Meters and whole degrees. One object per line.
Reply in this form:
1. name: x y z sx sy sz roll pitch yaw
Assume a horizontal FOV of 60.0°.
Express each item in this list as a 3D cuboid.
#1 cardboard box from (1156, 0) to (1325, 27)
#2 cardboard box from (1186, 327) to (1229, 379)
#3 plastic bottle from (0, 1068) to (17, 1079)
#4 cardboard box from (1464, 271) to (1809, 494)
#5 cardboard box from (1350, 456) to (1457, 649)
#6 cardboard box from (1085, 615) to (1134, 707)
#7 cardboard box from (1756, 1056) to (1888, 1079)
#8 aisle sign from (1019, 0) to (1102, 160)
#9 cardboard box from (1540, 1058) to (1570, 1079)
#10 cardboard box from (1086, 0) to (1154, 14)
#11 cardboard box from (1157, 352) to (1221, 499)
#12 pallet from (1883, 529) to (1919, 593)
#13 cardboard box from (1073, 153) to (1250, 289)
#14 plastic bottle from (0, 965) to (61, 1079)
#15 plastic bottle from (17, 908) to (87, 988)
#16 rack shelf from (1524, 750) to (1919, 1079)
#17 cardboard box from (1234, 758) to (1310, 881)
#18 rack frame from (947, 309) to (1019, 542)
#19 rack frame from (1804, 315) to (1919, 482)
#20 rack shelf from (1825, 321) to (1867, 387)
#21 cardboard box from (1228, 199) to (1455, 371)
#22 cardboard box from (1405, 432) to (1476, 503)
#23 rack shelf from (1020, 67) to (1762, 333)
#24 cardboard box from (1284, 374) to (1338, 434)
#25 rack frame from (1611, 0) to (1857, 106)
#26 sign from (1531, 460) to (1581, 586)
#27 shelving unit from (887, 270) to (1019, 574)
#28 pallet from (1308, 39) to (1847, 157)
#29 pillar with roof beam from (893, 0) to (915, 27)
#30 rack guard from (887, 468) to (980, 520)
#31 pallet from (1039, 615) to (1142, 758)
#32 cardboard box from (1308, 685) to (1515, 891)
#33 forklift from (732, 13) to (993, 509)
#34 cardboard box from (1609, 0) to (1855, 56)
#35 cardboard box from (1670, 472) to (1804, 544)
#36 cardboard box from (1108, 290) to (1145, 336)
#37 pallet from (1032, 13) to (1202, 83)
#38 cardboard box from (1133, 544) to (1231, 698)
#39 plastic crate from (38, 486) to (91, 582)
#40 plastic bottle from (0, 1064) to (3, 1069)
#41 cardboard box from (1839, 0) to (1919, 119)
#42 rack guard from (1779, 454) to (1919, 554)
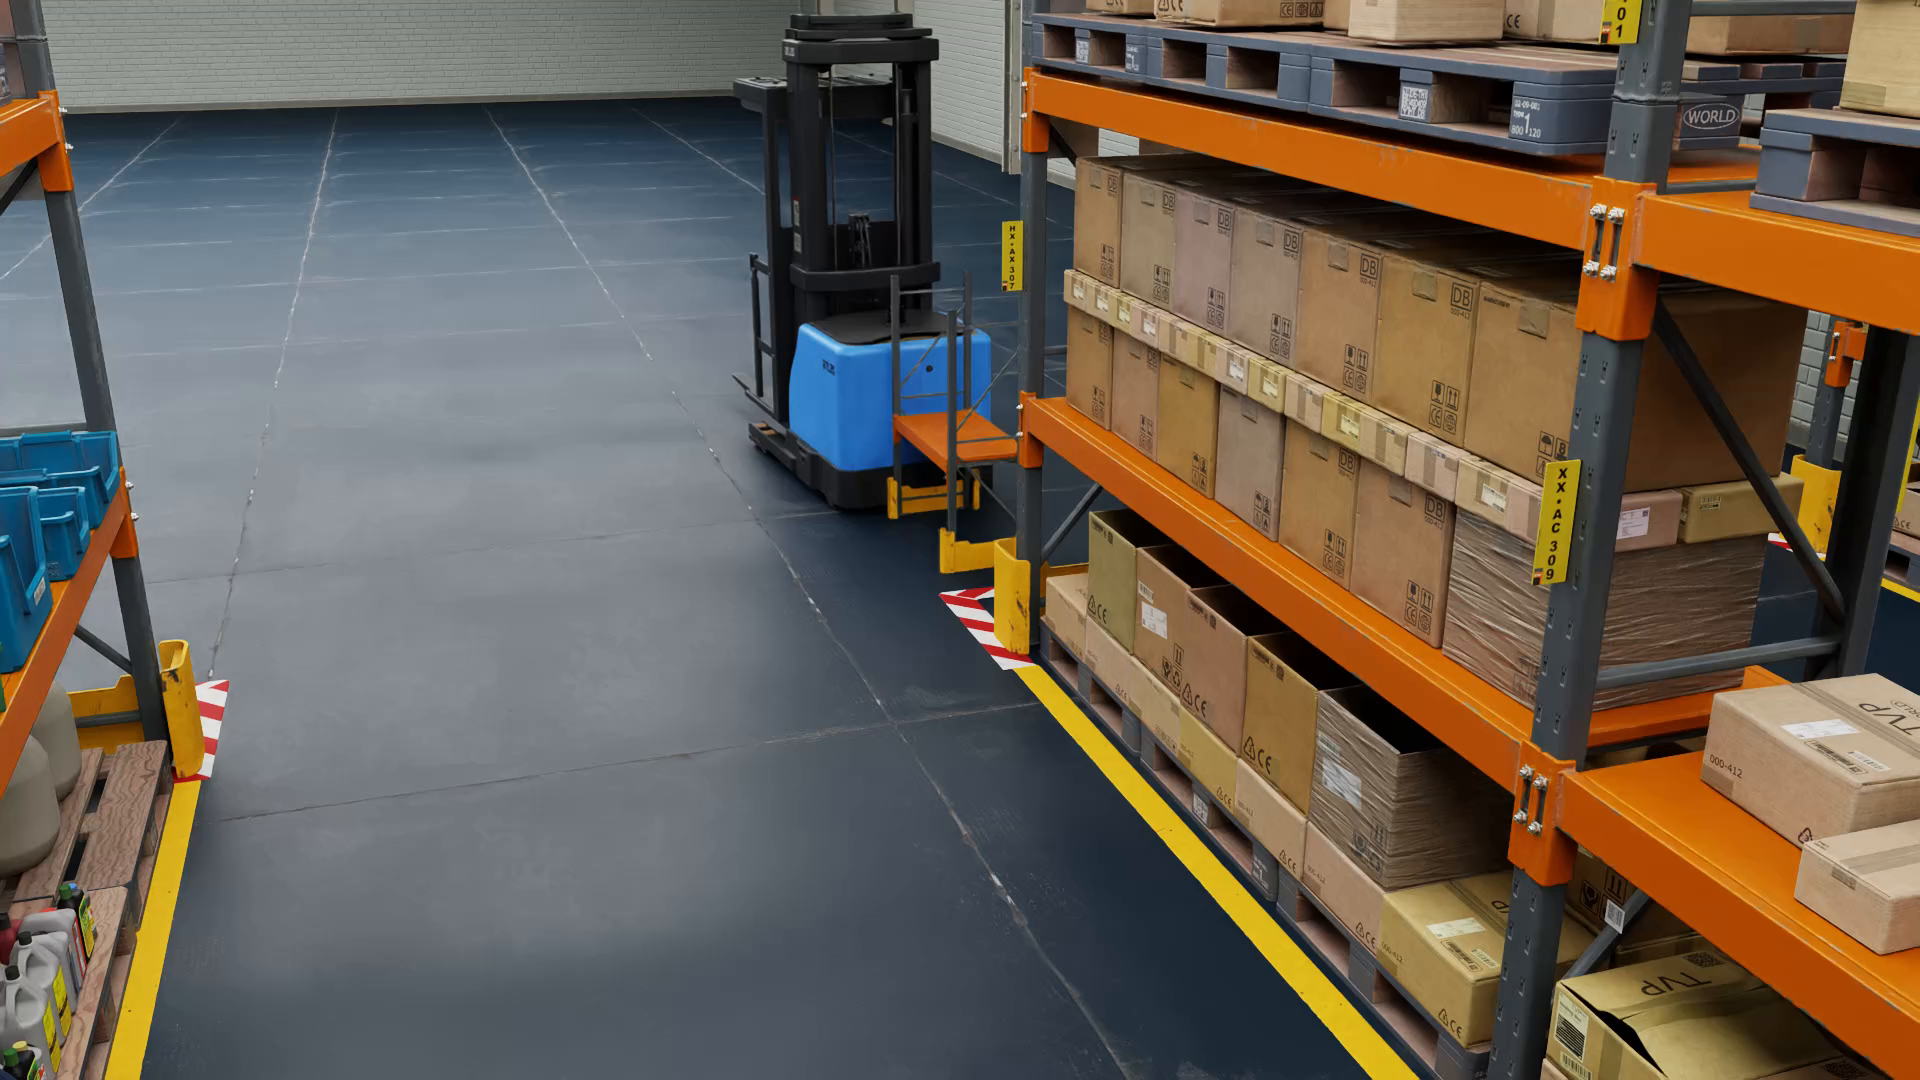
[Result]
1. cardboard box: 1.037 -2.101 5.915 0.500 0.500 0.500 -6 21 -17
2. cardboard box: 1.100 -0.731 6.407 0.380 0.149 0.250 -7 21 -18
3. plastic bottle: -2.591 1.544 4.449 0.144 0.351 0.185 -7 21 -19
4. cardboard box: 1.886 -0.456 4.683 0.700 0.500 0.500 -6 21 -17
5. cardboard box: 1.714 -0.014 5.371 0.700 0.500 0.500 -7 21 -18
6. cardboard box: 0.892 0.511 7.501 0.500 0.250 0.500 -6 21 -17
7. cardboard box: 2.077 1.496 3.932 0.500 0.311 0.500 -7 21 -18
8. aisle sign: 0.463 -2.153 7.627 0.394 0.787 0.004 -6 21 -17
9. cardboard box: 1.923 1.595 4.485 0.500 0.250 0.500 -7 21 -19
10. cardboard box: 0.951 -2.480 6.964 0.797 0.503 0.637 -5 20 -13
11. cardboard box: 1.229 -0.509 6.747 0.700 0.500 0.500 -6 21 -17
12. pallet: 5.721 0.133 9.234 1.003 0.211 1.213 -6 21 -17
13. cardboard box: 0.925 -1.430 7.394 0.700 0.500 0.500 -6 21 -17
14. plastic bottle: -2.725 1.408 4.828 0.144 0.351 0.185 -7 21 -18
15. plastic bottle: -2.883 1.286 5.278 0.152 0.276 0.135 -6 21 -17
16. rack shelf: 2.660 1.323 2.859 1.077 0.370 4.000 -6 21 -17
17. cardboard box: 1.359 0.993 6.160 0.500 0.250 0.500 -6 21 -17
18. rack frame: 0.171 -0.558 9.250 0.500 1.500 0.032 -7 21 -18
19. rack frame: 5.476 -1.468 9.567 1.000 3.000 0.127 -6 21 -17
20. rack shelf: 6.104 -0.488 7.902 1.077 0.370 4.000 -6 21 -17
21. cardboard box: 1.413 -0.940 6.028 0.700 0.500 0.500 -6 21 -17
22. cardboard box: 1.582 -0.237 5.032 0.380 0.149 0.250 -7 21 -19
23. rack shelf: 1.403 -1.372 5.926 1.077 0.370 4.000 -6 21 -17
24. cardboard box: 1.345 -0.482 5.712 0.380 0.149 0.250 -6 21 -16
25. rack frame: 2.031 -2.480 3.510 1.000 3.000 0.127 -6 21 -17
26. sign: 1.505 -0.042 4.199 0.100 0.325 0.005 -6 21 -17
27. shelving unit: 0.004 -0.717 9.693 0.587 1.500 1.083 -7 21 -18
28. pallet: 1.739 -1.298 4.787 1.003 0.211 1.213 -6 21 -17
29. pillar with roof beam: -5.113 -11.403 28.352 9.100 9.000 0.400 -6 21 -17
30. rack guard: -0.163 -0.287 10.346 0.587 0.250 0.087 -7 21 -18
31. pallet: 1.054 0.613 7.899 1.003 0.211 1.213 -6 21 -17
32. cardboard box: 1.532 0.799 5.591 0.500 0.500 0.500 -6 21 -17
33. forklift: -0.843 -2.032 11.239 1.130 2.935 3.031 -8 21 -22
34. cardboard box: 2.123 -1.569 4.434 0.500 0.500 0.500 -5 20 -13
35. cardboard box: 2.131 -0.116 4.695 0.380 0.149 0.250 -6 21 -17
36. cardboard box: 0.856 -0.980 7.099 0.380 0.149 0.250 -6 21 -17
37. pallet: 0.972 -2.081 6.967 1.003 0.211 1.213 -6 21 -17
38. cardboard box: 1.060 0.318 6.931 0.500 0.500 0.500 -6 21 -17
39. plastic crate: -3.289 -0.008 5.721 0.499 0.251 0.408 -6 21 -17
40. plastic bottle: -2.673 1.538 4.582 0.097 0.271 0.097 0 20 0
41. cardboard box: 2.216 -0.997 3.418 0.500 0.250 0.500 -4 20 -12
42. rack guard: 5.499 -0.267 9.922 1.175 0.500 0.348 -6 21 -17
